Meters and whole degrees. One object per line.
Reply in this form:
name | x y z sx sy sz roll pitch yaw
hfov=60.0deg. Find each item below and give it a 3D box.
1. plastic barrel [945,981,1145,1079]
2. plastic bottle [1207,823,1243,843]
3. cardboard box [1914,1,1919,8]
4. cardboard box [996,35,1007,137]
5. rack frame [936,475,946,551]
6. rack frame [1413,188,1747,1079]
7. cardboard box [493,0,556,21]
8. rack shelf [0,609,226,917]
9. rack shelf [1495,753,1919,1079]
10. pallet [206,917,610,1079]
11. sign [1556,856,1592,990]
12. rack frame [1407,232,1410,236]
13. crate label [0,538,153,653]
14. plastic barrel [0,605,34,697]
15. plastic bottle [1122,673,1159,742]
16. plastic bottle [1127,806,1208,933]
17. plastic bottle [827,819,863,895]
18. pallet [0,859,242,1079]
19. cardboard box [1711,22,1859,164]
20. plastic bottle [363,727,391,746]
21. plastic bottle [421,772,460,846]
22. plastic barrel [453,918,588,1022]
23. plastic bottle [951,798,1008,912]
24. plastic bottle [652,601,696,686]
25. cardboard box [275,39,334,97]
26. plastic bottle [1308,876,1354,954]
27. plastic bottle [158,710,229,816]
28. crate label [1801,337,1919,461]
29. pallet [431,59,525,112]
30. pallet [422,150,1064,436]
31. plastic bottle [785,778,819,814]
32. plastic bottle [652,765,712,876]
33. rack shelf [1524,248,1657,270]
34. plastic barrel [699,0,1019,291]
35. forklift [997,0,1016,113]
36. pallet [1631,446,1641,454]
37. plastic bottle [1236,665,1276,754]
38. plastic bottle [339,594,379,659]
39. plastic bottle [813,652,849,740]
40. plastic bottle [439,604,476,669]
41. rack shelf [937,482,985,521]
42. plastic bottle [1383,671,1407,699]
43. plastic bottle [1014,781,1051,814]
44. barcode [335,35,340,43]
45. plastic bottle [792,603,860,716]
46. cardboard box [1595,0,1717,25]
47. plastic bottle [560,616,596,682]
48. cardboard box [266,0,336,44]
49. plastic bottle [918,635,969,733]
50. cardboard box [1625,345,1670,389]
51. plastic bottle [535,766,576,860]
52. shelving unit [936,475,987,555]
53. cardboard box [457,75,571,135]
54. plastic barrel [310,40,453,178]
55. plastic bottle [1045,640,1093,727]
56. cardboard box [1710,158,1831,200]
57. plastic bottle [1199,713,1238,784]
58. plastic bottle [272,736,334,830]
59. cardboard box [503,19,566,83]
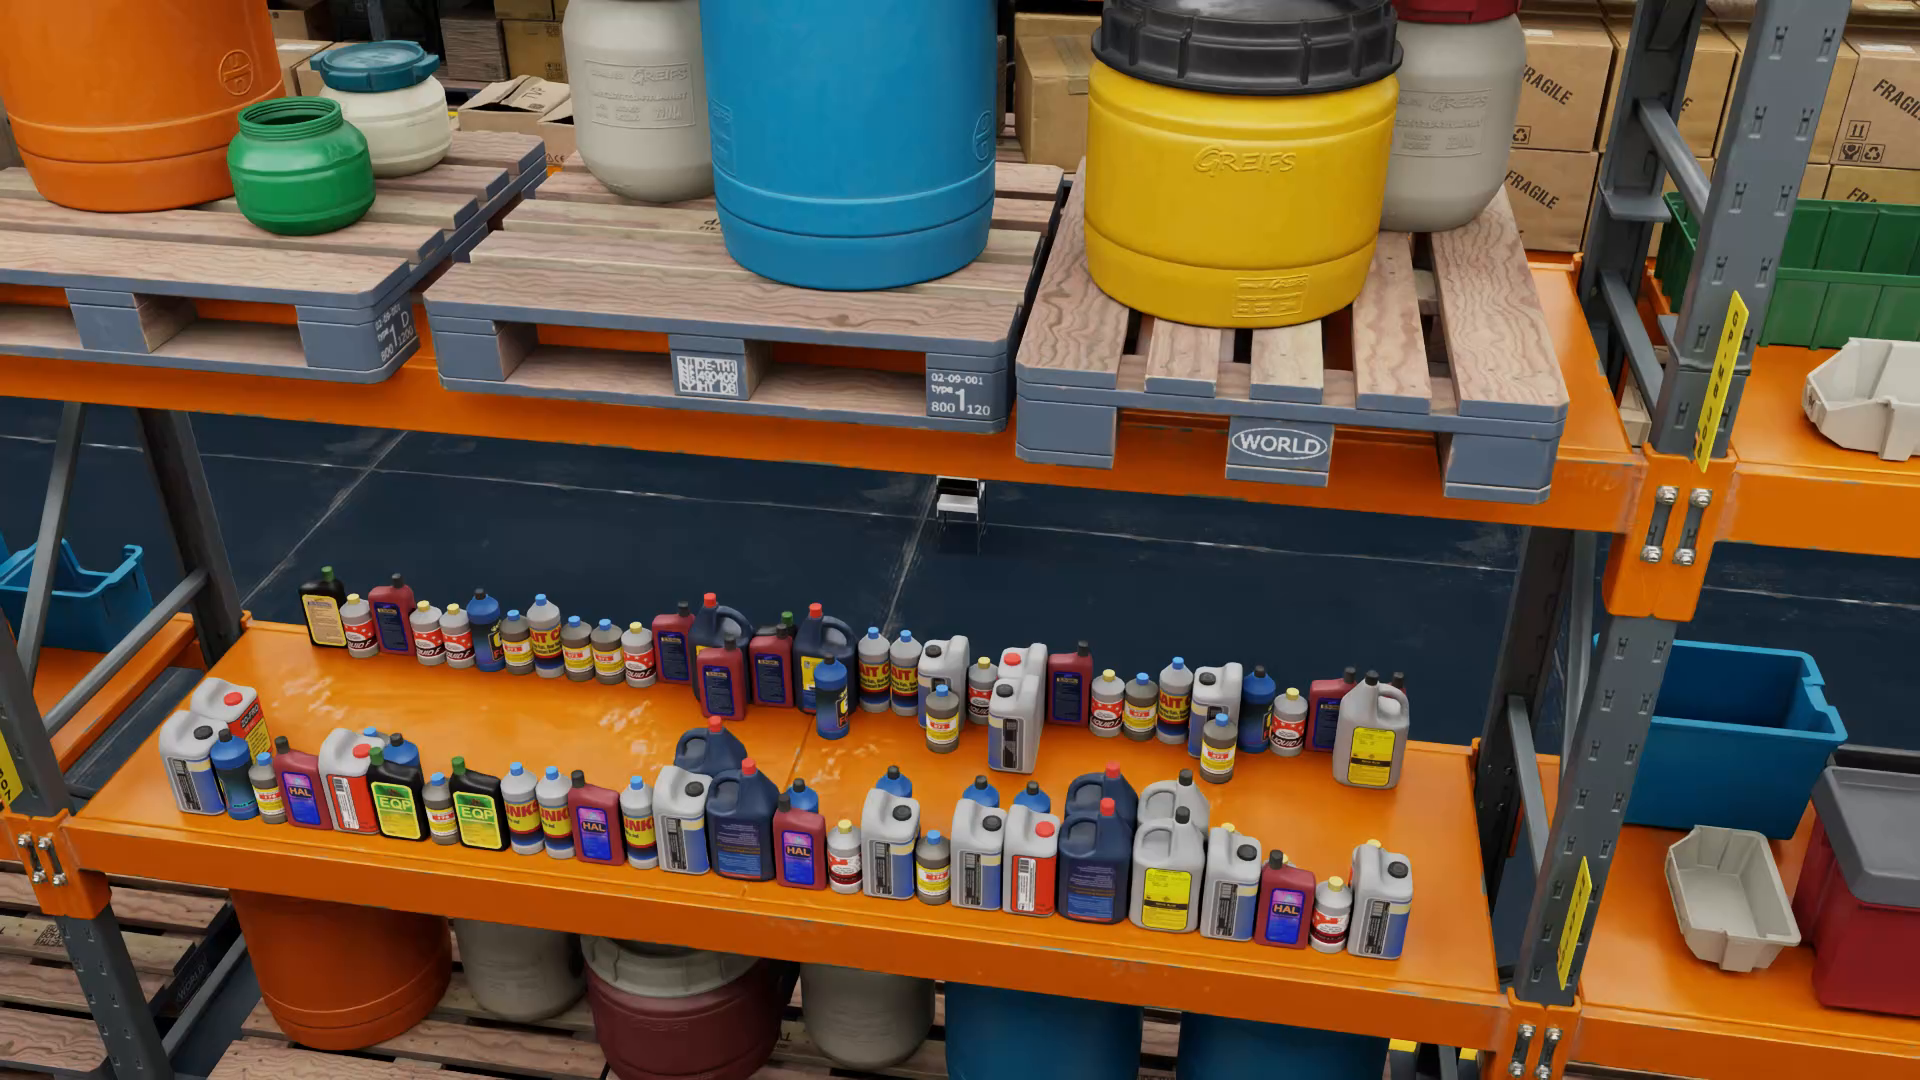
plastic barrel | 0.254 1.291 4.942 0.708 0.901 0.600 5 32 8
plastic bottle | 0.685 0.819 4.301 0.097 0.201 0.097 0 32 0
cardboard box | 4.863 -2.266 8.007 0.500 0.500 0.500 6 32 9
cardboard box | -0.112 -2.288 8.589 0.500 0.500 0.700 11 34 17
rack frame | -0.092 -0.390 8.025 0.006 0.900 0.240 5 32 8
rack frame | 1.485 0.701 4.303 0.127 3.000 1.000 5 32 8
cardboard box | -3.571 -4.545 13.919 0.500 0.250 0.500 5 32 7
rack shelf | -4.429 0.470 5.350 4.000 0.370 1.077 5 32 8
rack shelf | 3.457 1.184 4.209 4.000 0.370 1.077 5 32 8
pallet | -1.674 1.574 5.536 1.213 0.211 1.003 5 32 8
sign | 1.391 0.871 3.771 0.005 0.325 0.100 5 32 8
rack frame | 2.322 -1.890 8.442 0.127 3.000 1.000 5 32 8
crate label | -2.810 0.181 5.292 0.416 0.233 0.303 5 32 8
plastic barrel | -2.966 0.403 4.651 0.708 0.536 0.600 5 32 8
plastic bottle | 0.527 0.478 4.846 0.097 0.201 0.097 0 32 0
plastic bottle | 0.524 0.811 4.174 0.185 0.351 0.144 5 32 8
plastic bottle | -0.295 0.812 4.312 0.097 0.201 0.097 0 32 0
pallet | -3.215 1.436 5.757 1.213 0.211 1.003 5 32 8
cardboard box | 3.755 -2.075 7.701 0.500 0.500 0.500 4 32 7
plastic bottle | -1.627 0.610 4.636 0.097 0.201 0.097 0 32 0
plastic bottle | -1.388 0.713 4.470 0.097 0.201 0.097 0 32 0
plastic barrel | -1.401 1.259 5.361 0.421 0.512 0.421 0 32 0
plastic bottle | 0.052 0.797 4.266 0.135 0.276 0.152 5 32 8
plastic bottle | -0.861 0.308 5.041 0.133 0.283 0.061 5 32 8
cardboard box | -3.796 -2.477 9.286 0.500 0.500 0.500 5 32 8
plastic bottle | 0.923 0.923 4.136 0.097 0.201 0.097 0 32 0
plastic bottle | -2.086 0.604 4.575 0.135 0.276 0.152 5 32 8
crate label | 1.919 -0.264 3.266 0.466 0.136 0.293 5 32 8
pallet | -3.966 -3.944 14.352 1.213 0.211 1.003 5 32 8
pallet | -0.422 -0.609 3.747 1.213 0.211 1.003 5 32 8
plastic bottle | -0.416 0.739 4.364 0.097 0.271 0.097 0 32 0
plastic bottle | -0.719 0.728 4.377 0.135 0.276 0.152 5 32 8
rack shelf | 4.294 -1.406 8.347 4.000 0.370 1.077 5 32 8
plastic barrel | -0.223 -1.034 3.379 0.708 0.901 0.600 5 32 8
forklift | -0.257 -3.354 10.846 1.130 2.935 3.031 -9 33 -13
pallet | 2.999 -0.646 9.083 1.213 0.211 1.003 5 32 8
plastic bottle | 0.851 0.478 4.781 0.097 0.271 0.097 0 32 0
plastic bottle | -1.877 0.261 5.194 0.097 0.201 0.097 0 32 0
plastic bottle | -0.374 0.445 4.834 0.097 0.271 0.097 0 32 0
plastic bottle | -1.553 0.290 5.147 0.097 0.201 0.097 0 32 0
rack shelf | 0.008 -0.200 8.123 0.200 0.077 0.258 5 32 8
plastic bottle | 1.195 0.494 4.743 0.133 0.283 0.061 5 32 8
plastic bottle | 0.188 0.745 4.355 0.097 0.271 0.097 0 32 0
barcode | -5.521 -4.436 14.715 0.075 0.075 0.001 5 32 8
plastic bottle | -0.397 0.344 4.920 0.185 0.351 0.144 5 32 8
cardboard box | 3.370 -2.402 8.223 0.500 0.500 0.500 5 32 7
plastic bottle | -1.169 0.325 5.091 0.097 0.201 0.097 0 32 0
cardboard box | -5.764 -4.394 14.383 0.500 0.500 0.500 3 32 5
plastic bottle | -0.048 0.409 4.886 0.135 0.276 0.152 5 32 8
cardboard box | 3.671 -0.967 9.087 0.500 0.311 0.500 5 32 8
plastic bottle | -1.065 0.713 4.405 0.097 0.271 0.097 0 32 0
shelving unit | 0.008 -0.381 8.010 0.210 0.900 0.258 5 32 8
cardboard box | -2.470 -2.390 9.325 0.500 0.311 0.500 5 32 8
plastic barrel | -1.376 -1.028 3.973 0.301 0.262 0.301 0 32 0
plastic bottle | 0.320 0.415 4.870 0.133 0.283 0.061 5 32 8
cardboard box | 3.777 -1.654 7.971 0.500 0.500 0.500 5 32 8
plastic bottle | 0.730 0.578 4.686 0.097 0.201 0.097 0 32 0
plastic bottle | -1.769 0.654 4.488 0.133 0.283 0.061 5 32 8
cardboard box | -3.488 -4.245 14.146 0.500 0.500 0.700 5 32 7
